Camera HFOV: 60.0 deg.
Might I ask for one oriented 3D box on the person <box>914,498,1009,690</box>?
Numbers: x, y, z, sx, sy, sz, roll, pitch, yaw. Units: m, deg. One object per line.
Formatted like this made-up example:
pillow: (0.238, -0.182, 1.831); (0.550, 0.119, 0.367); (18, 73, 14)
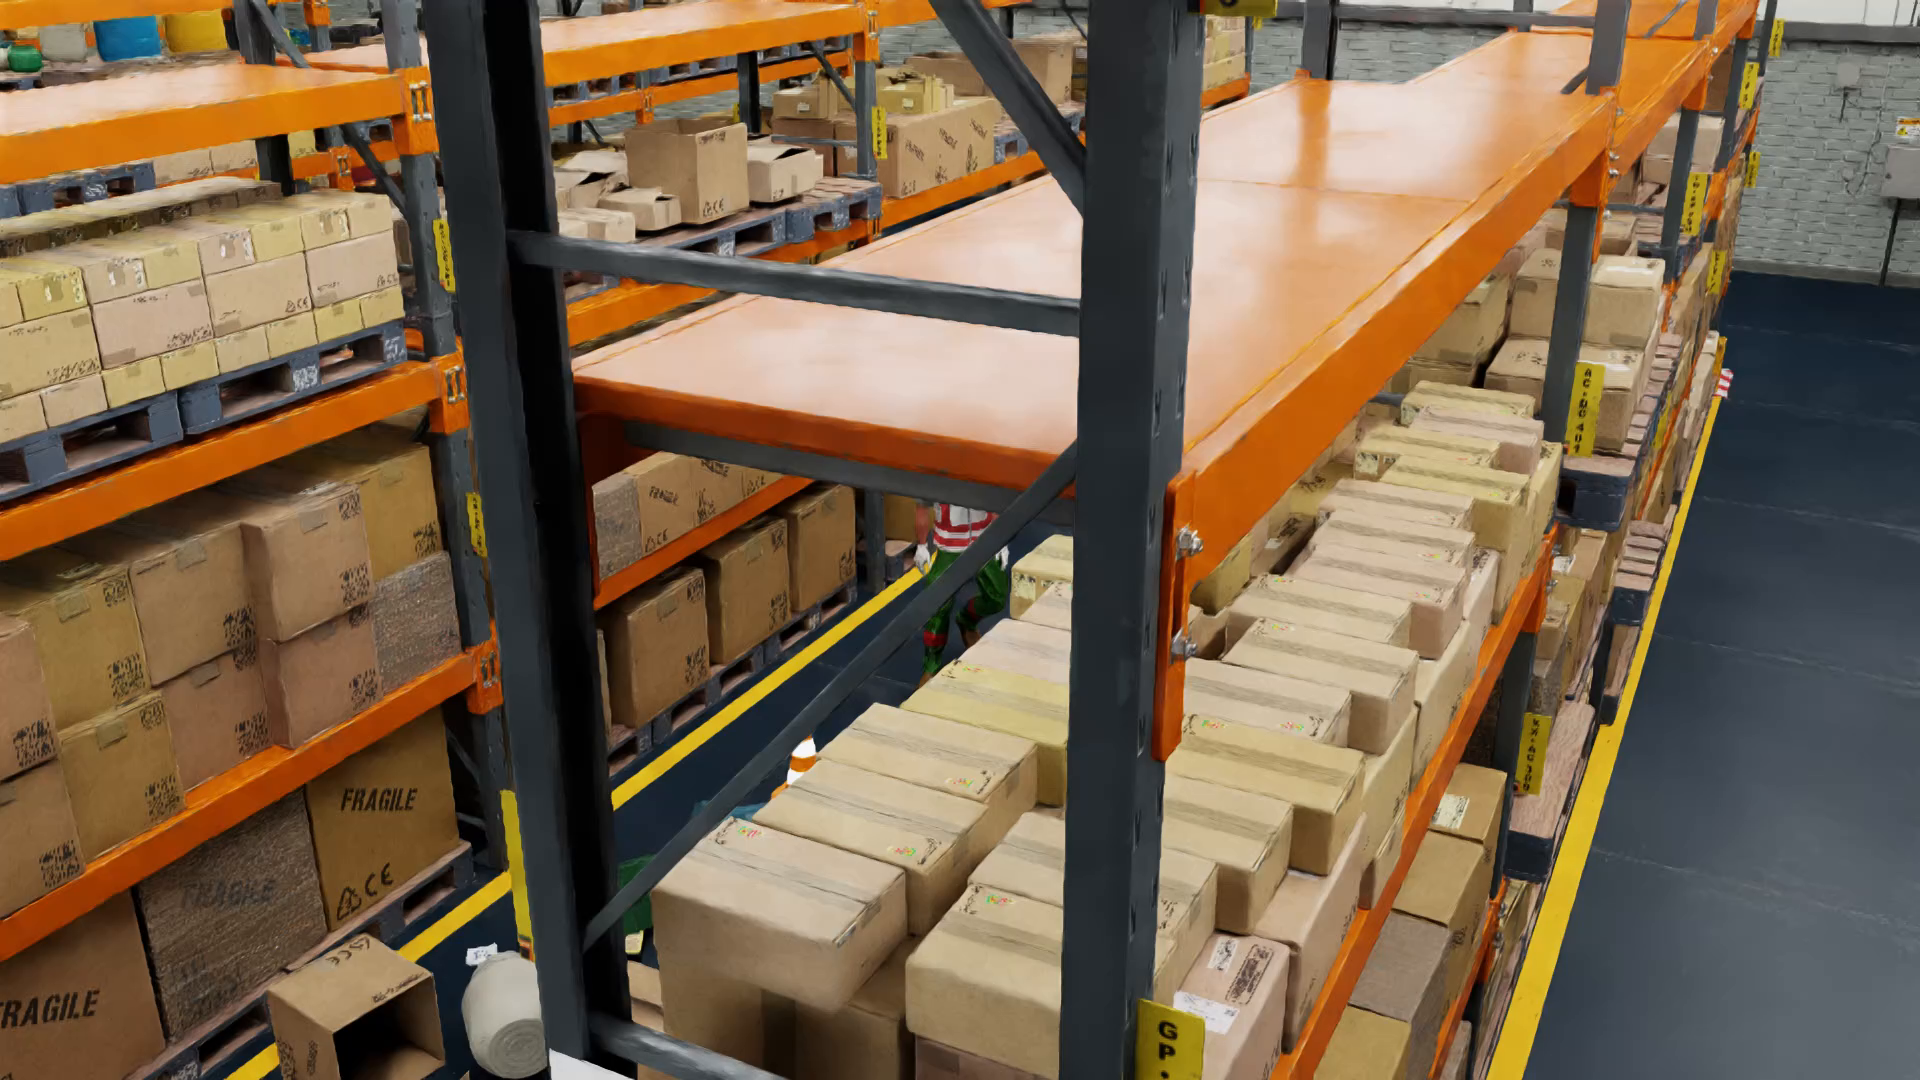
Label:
person: (-0.035, 0.036, 10.600); (0.647, 1.778, 0.633); (-7, 23, -16)
